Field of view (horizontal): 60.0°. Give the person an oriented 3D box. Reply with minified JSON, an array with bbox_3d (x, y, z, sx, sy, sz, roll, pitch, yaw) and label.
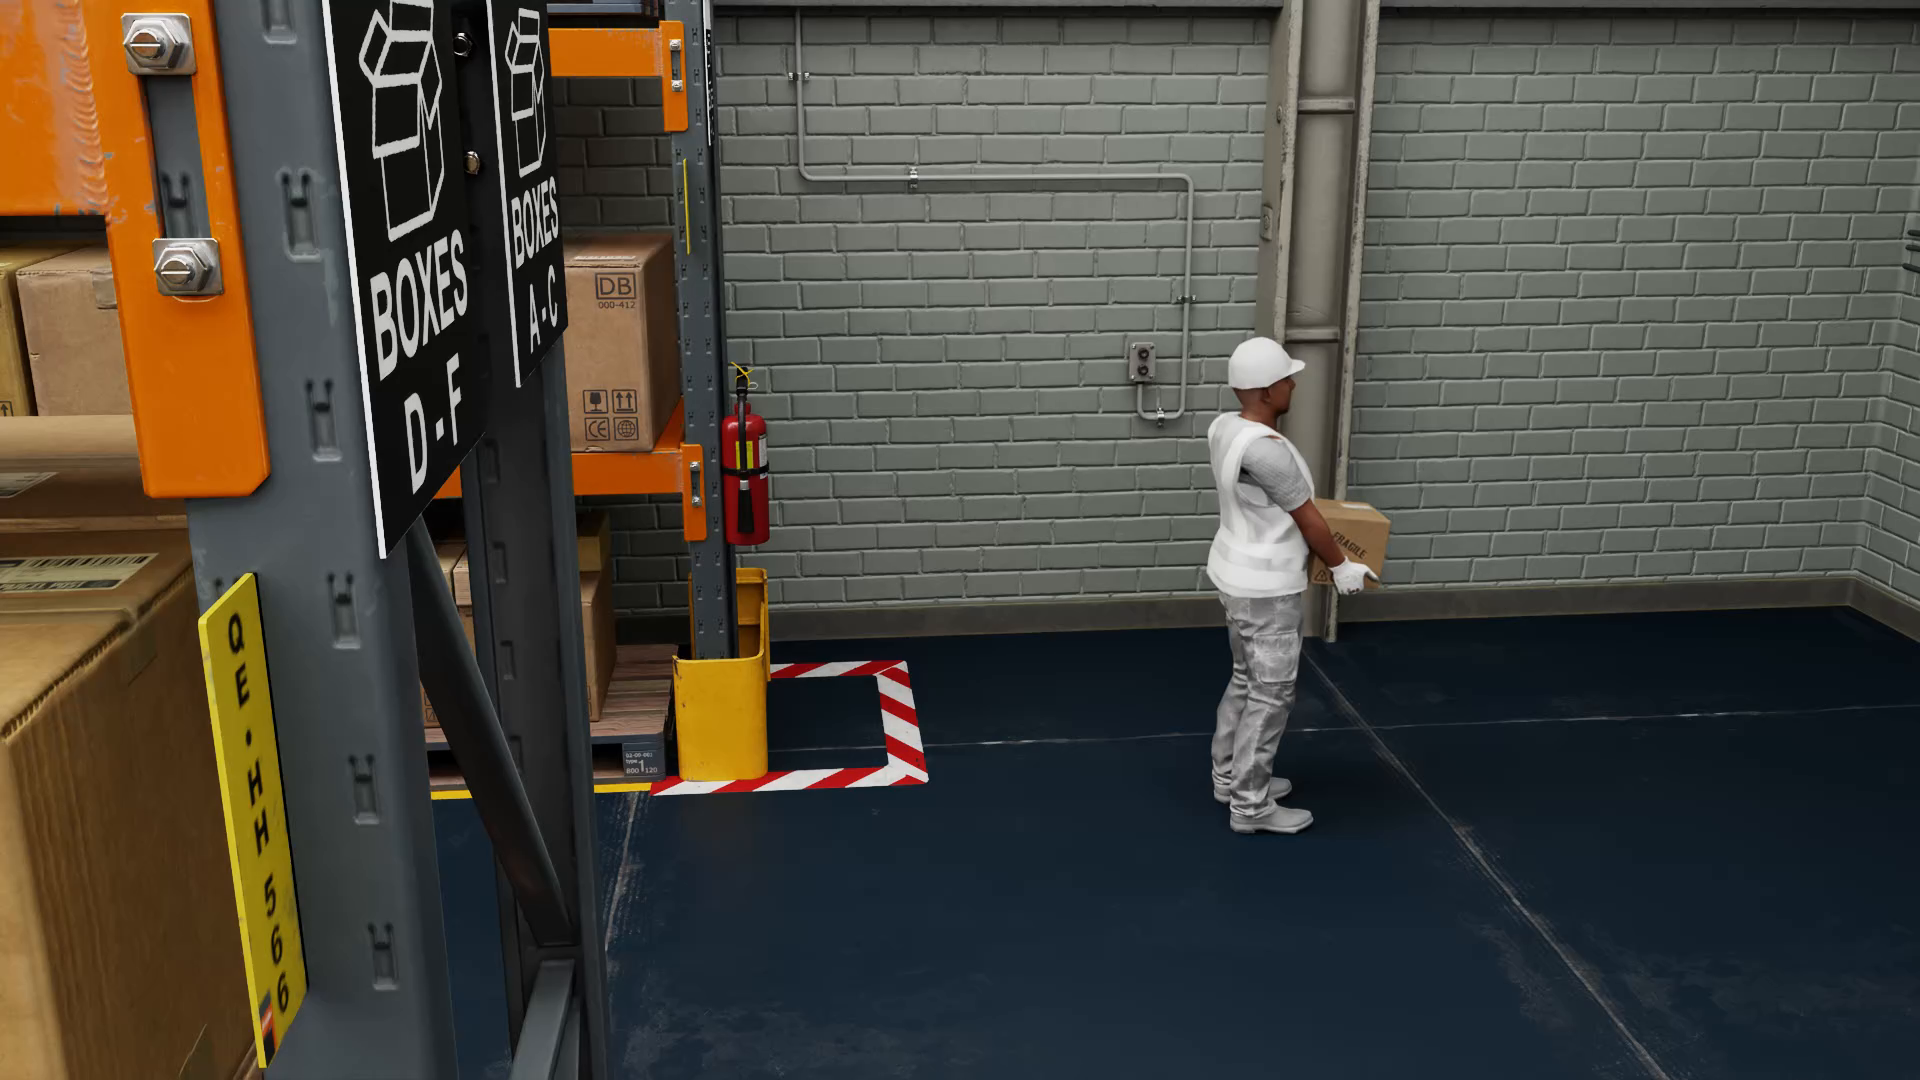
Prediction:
[{"bbox_3d":[1.177,0.156,5.983,0.567,1.780,0.488,-1,17,-5],"label":"person"}]
